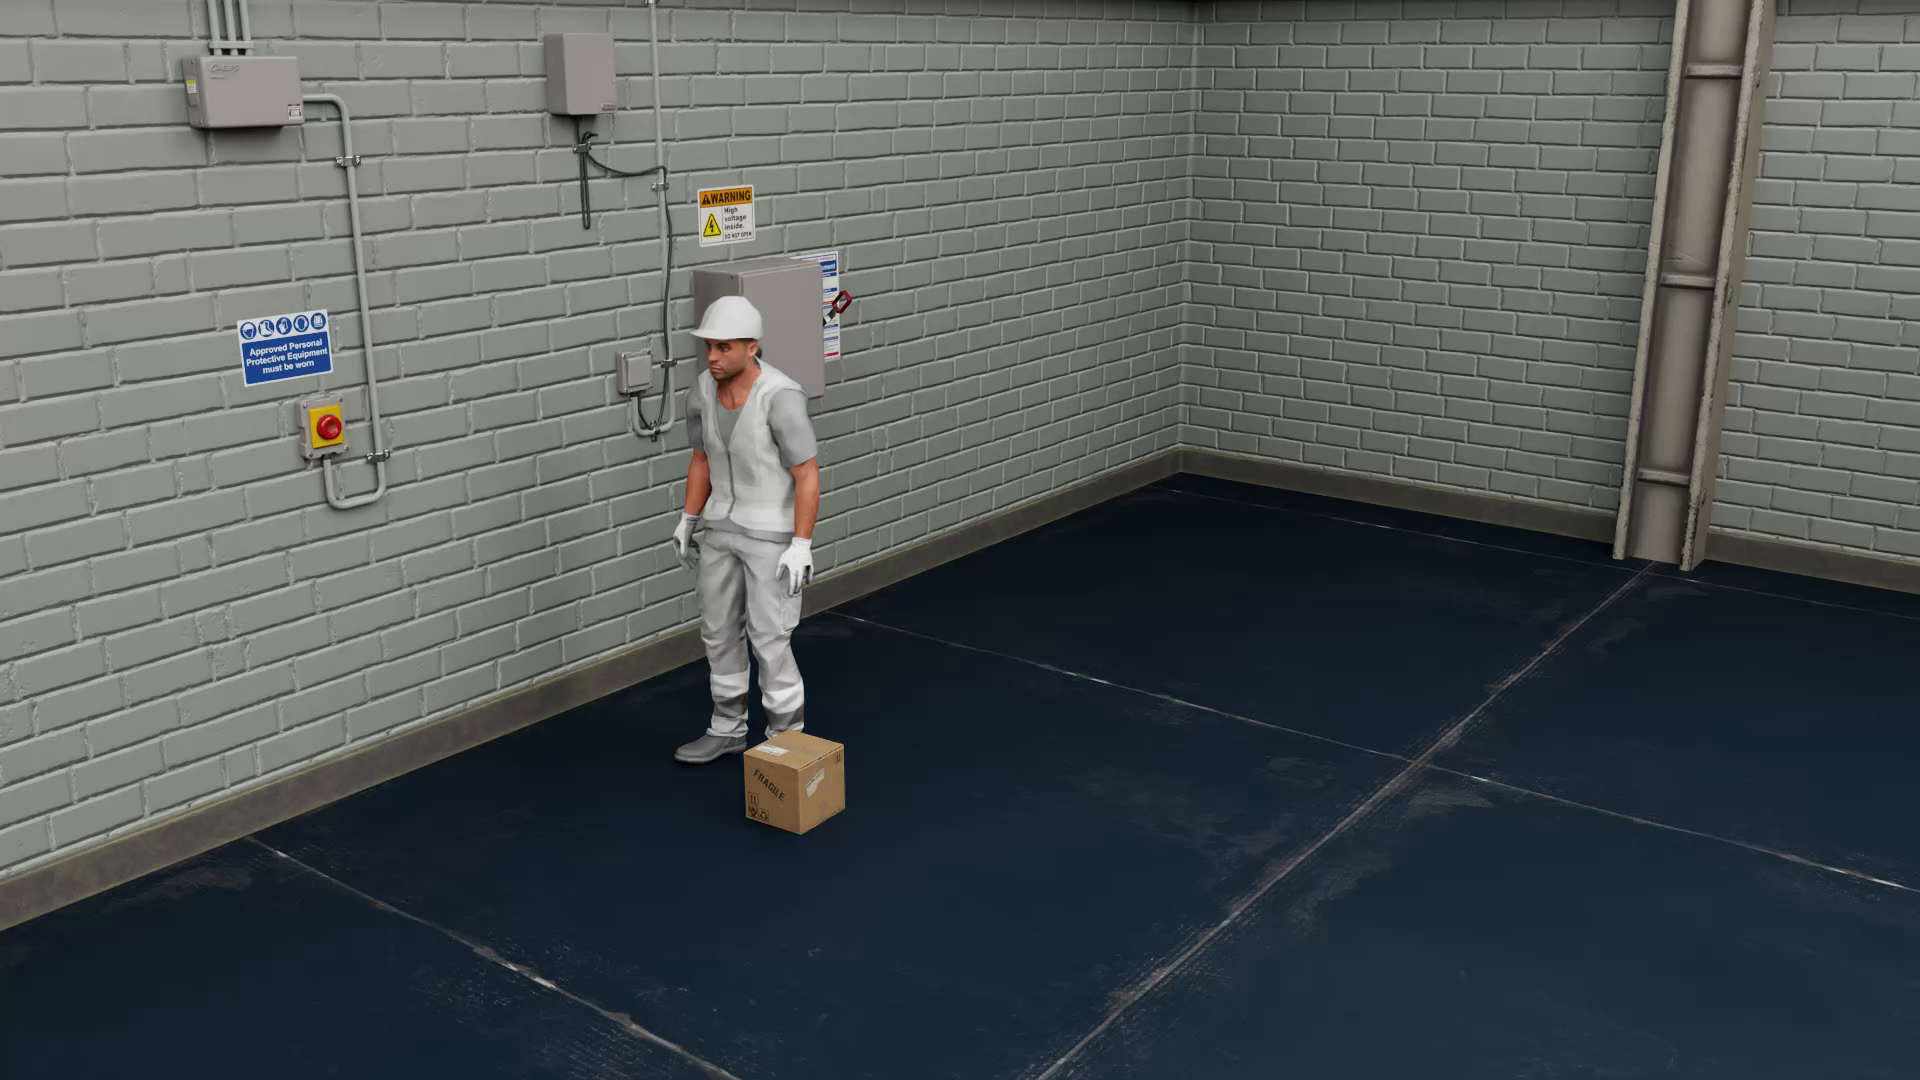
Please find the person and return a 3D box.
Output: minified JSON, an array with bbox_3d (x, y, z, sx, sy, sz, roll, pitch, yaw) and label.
[{"bbox_3d":[-0.773,0.000,6.009,0.623,1.780,0.449,11,20,33],"label":"person"}]
